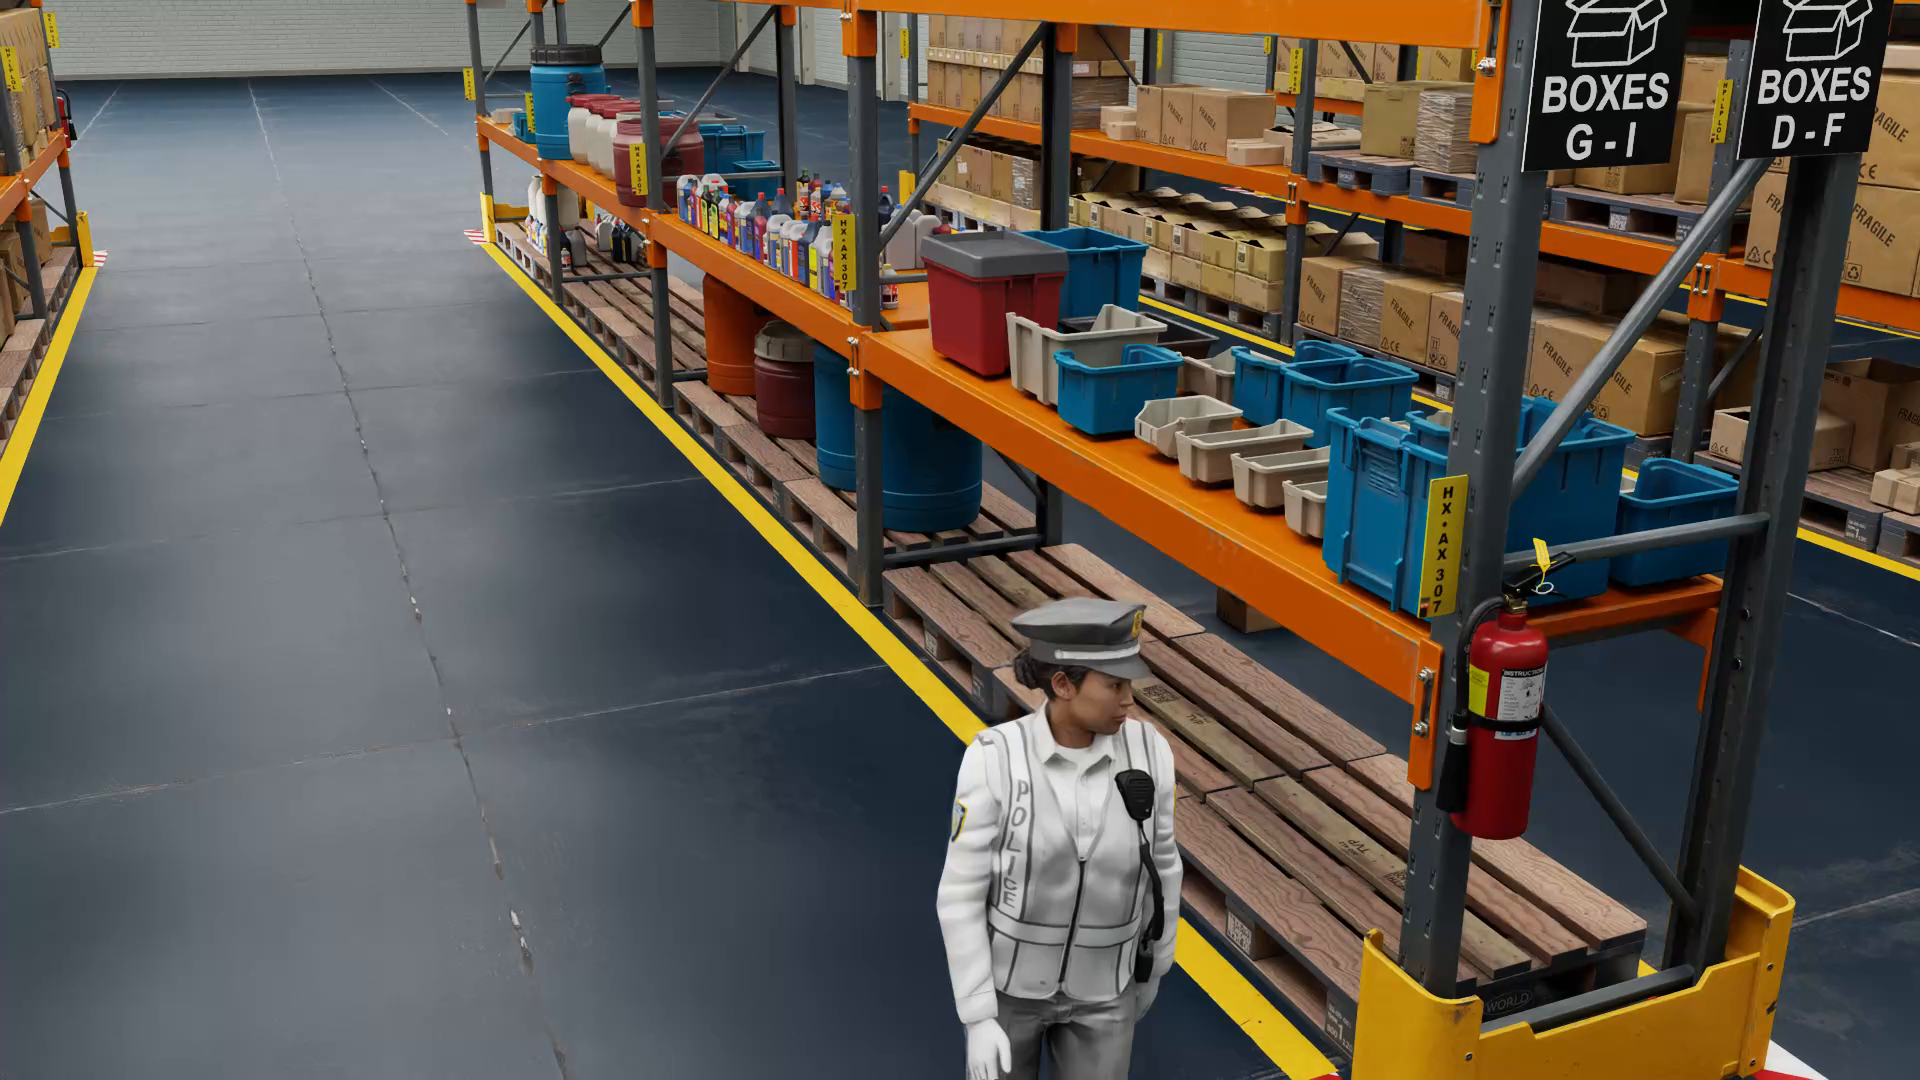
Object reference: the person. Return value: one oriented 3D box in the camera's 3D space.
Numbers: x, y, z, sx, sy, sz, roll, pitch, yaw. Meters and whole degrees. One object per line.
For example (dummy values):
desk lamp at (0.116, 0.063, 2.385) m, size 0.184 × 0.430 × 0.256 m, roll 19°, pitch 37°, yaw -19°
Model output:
person at (0.212, 0.949, 3.284) m, size 0.512 × 1.694 × 0.558 m, roll -1°, pitch 19°, yaw -4°
